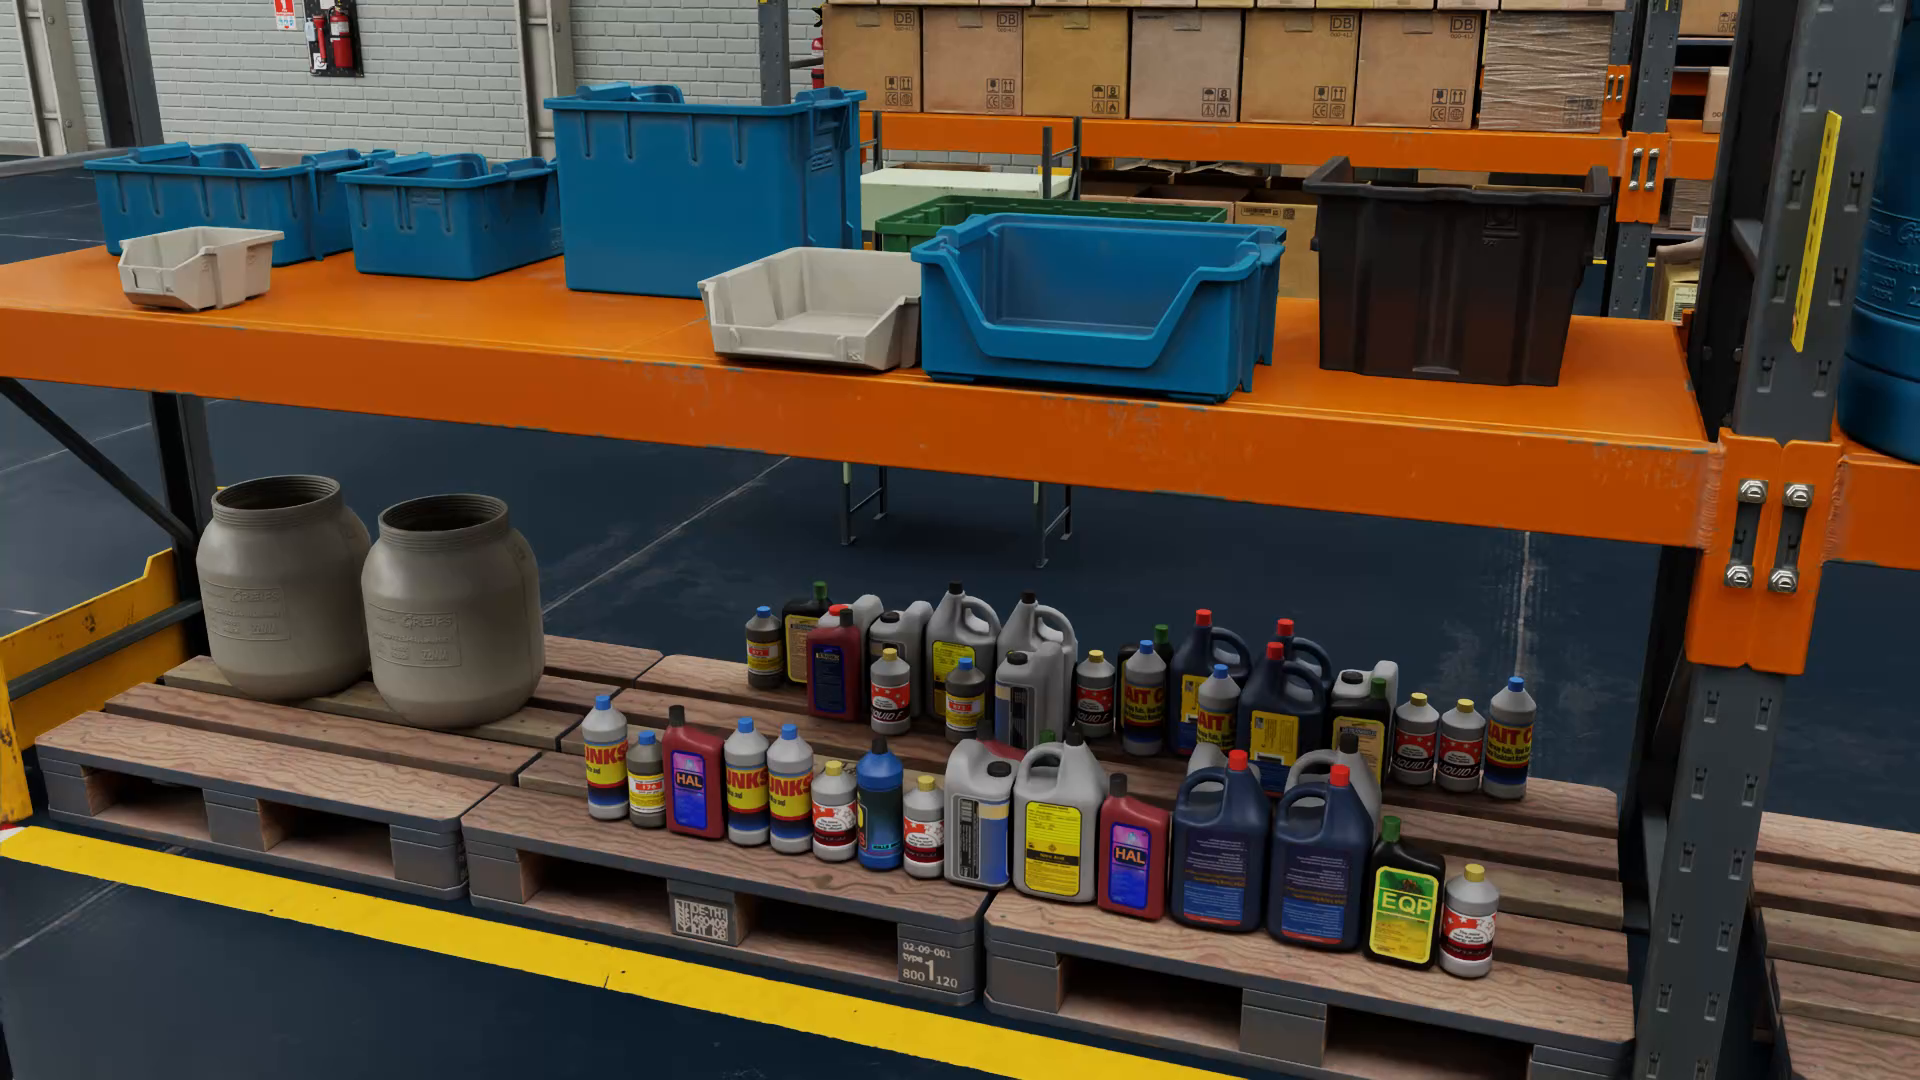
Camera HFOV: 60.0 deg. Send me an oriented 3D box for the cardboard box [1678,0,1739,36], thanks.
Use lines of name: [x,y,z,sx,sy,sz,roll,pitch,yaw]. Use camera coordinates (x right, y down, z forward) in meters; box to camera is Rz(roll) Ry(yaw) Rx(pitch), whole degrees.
cardboard box: [5.114,-3.741,11.432,0.500,0.500,0.700,7,20,18]

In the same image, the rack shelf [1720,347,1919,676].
rack shelf: [3.282,0.084,2.371,4.000,0.370,1.077,7,20,18]

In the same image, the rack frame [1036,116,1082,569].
rack frame: [0.339,-0.669,5.718,0.023,1.500,0.400,7,20,18]

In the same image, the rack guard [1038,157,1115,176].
rack guard: [0.938,-2.795,13.336,0.348,0.500,1.175,7,20,18]

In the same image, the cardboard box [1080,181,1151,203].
cardboard box: [0.627,-1.467,8.127,0.500,0.500,0.500,7,20,18]

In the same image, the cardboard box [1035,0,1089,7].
cardboard box: [0.520,-2.577,7.773,0.250,0.149,0.380,6,20,16]

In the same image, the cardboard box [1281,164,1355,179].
cardboard box: [2.705,-2.752,12.544,0.500,0.500,0.700,5,20,15]

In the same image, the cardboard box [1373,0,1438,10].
cardboard box: [1.966,-2.410,7.297,0.250,0.149,0.380,6,20,18]

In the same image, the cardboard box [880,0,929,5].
cardboard box: [-0.206,-2.660,8.012,0.250,0.149,0.380,6,20,17]

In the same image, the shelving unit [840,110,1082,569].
shelving unit: [-0.006,-0.709,5.831,0.755,1.500,0.431,7,20,18]

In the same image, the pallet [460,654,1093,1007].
pallet: [-0.384,0.628,3.953,1.213,0.211,1.003,7,20,18]

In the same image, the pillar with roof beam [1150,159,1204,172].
pillar with roof beam: [0.398,-5.672,8.676,0.400,9.000,9.100,7,20,18]

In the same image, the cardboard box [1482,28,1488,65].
cardboard box: [3.630,-3.504,11.768,0.500,0.250,0.500,7,20,18]

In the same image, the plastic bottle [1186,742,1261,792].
plastic bottle: [0.534,0.557,3.390,0.135,0.276,0.152,7,20,18]

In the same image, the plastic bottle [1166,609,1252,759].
plastic bottle: [0.589,0.335,3.914,0.185,0.351,0.144,6,20,16]

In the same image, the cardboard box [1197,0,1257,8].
cardboard box: [1.244,-2.493,7.534,0.250,0.149,0.380,7,20,20]

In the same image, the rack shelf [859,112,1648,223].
rack shelf: [1.133,-1.888,8.027,4.000,0.370,1.077,7,20,18]

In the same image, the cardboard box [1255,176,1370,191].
cardboard box: [1.742,-1.521,8.282,0.500,0.500,0.500,7,20,18]

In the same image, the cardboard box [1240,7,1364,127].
cardboard box: [1.628,-2.215,7.721,0.500,0.500,0.700,7,20,19]

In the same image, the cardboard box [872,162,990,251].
cardboard box: [-0.152,-1.732,8.888,0.500,0.500,0.500,7,20,18]

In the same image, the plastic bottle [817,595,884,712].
plastic bottle: [-0.277,0.273,4.207,0.135,0.276,0.152,7,20,18]

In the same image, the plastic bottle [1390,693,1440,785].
plastic bottle: [1.044,0.449,3.813,0.097,0.201,0.097,0,19,0]

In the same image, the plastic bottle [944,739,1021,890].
plastic bottle: [0.052,0.552,3.404,0.135,0.276,0.152,7,20,19]

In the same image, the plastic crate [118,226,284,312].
plastic crate: [-1.645,-0.582,3.591,0.250,0.136,0.298,7,20,18]

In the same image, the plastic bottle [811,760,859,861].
plastic bottle: [-0.263,0.561,3.492,0.097,0.201,0.097,0,19,0]

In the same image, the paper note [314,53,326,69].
paper note: [-6.323,-4.729,16.424,0.142,0.148,0.016,7,20,18]

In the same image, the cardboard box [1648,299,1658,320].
cardboard box: [3.509,-0.957,7.803,0.500,0.250,0.500,6,20,18]

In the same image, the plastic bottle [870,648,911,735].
plastic bottle: [-0.170,0.364,4.059,0.097,0.201,0.097,0,19,0]

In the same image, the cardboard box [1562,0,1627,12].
cardboard box: [2.695,-2.328,7.059,0.250,0.149,0.380,7,20,18]

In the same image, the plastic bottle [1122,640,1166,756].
plastic bottle: [0.437,0.368,3.940,0.097,0.271,0.097,0,19,0]

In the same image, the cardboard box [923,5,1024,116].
cardboard box: [0.178,-2.381,8.198,0.500,0.500,0.700,7,20,19]

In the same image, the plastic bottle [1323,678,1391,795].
plastic bottle: [0.887,0.439,3.717,0.133,0.283,0.061,7,20,18]

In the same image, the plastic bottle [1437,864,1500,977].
plastic bottle: [0.948,0.700,3.095,0.097,0.201,0.097,0,19,0]

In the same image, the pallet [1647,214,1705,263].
pallet: [5.380,-2.152,11.928,1.213,0.211,1.003,7,20,18]

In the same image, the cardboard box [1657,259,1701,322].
cardboard box: [3.331,-1.054,7.230,0.500,0.311,0.500,7,20,18]

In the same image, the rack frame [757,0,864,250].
rack frame: [-0.756,-2.443,8.529,0.127,3.000,1.000,7,20,18]

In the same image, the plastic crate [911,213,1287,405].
plastic crate: [0.259,-0.436,2.997,0.616,0.251,0.499,7,20,18]

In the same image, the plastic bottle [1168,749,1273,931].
plastic bottle: [0.509,0.571,3.238,0.185,0.351,0.144,5,20,15]

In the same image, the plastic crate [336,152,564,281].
plastic crate: [-1.203,-0.800,4.041,0.408,0.251,0.499,7,20,18]

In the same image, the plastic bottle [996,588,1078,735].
plastic bottle: [0.187,0.289,4.046,0.185,0.351,0.144,6,20,18]

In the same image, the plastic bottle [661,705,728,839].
plastic bottle: [-0.567,0.494,3.560,0.133,0.283,0.061,7,20,19]

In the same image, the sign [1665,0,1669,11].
sign: [2.842,-2.285,6.638,0.005,0.325,0.100,7,20,18]

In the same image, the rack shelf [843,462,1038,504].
rack shelf: [-0.006,-0.401,5.939,0.720,0.370,0.431,7,20,18]

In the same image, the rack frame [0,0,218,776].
rack frame: [-2.385,-0.904,4.111,0.127,3.000,1.000,7,20,18]

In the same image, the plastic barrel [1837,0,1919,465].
plastic barrel: [1.659,-0.572,2.399,0.708,0.901,0.600,7,20,18]
